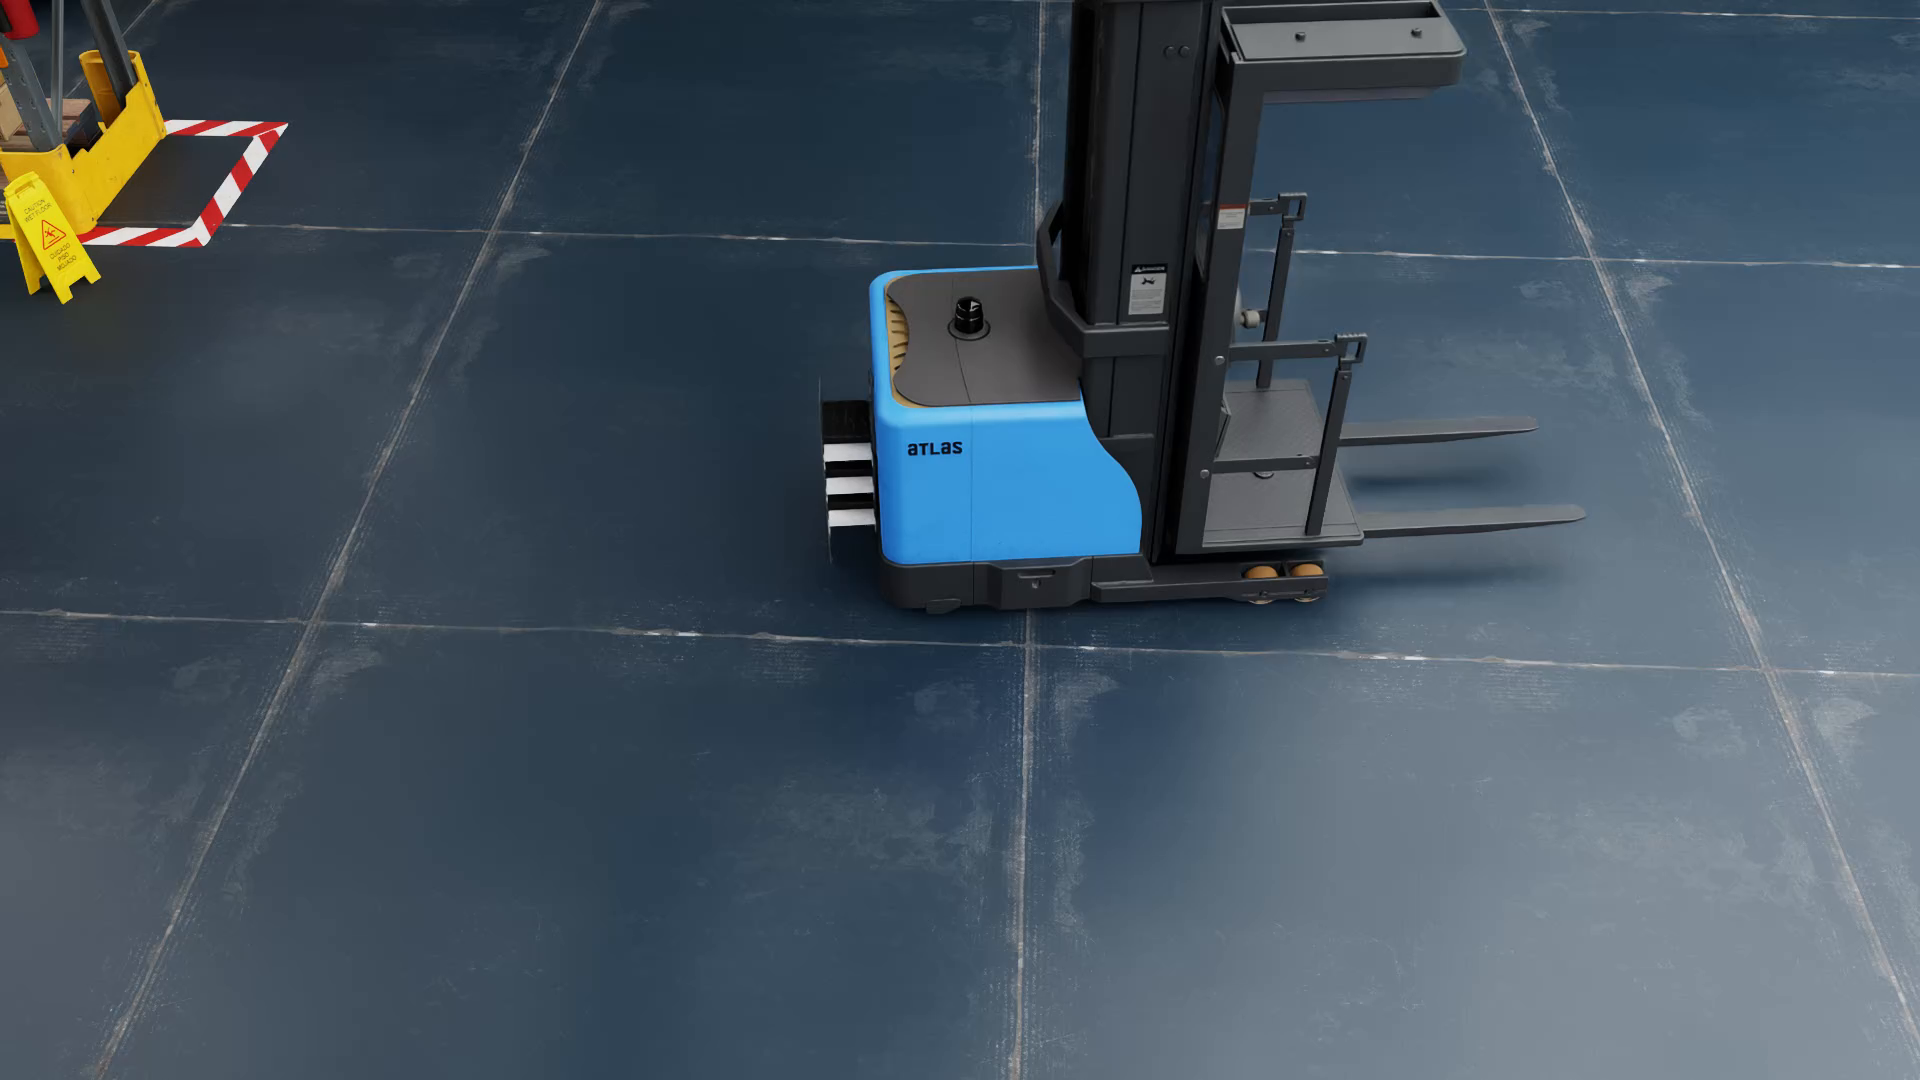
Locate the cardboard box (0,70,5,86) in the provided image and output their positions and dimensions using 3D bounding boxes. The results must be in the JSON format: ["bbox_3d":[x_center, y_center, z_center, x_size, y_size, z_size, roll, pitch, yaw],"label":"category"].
[{"bbox_3d":[-5.679,-2.807,9.307,0.500,0.500,0.500,0,43,0],"label":"cardboard box"}]

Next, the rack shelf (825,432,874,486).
[{"bbox_3d":[-0.466,-0.341,6.958,0.200,0.077,0.258,-3,43,-3],"label":"rack shelf"}]

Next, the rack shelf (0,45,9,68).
[{"bbox_3d":[-6.859,-2.970,8.851,4.000,0.370,1.077,2,43,2],"label":"rack shelf"}]

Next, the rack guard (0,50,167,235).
[{"bbox_3d":[-4.937,-2.260,9.394,0.348,0.500,1.175,2,43,2],"label":"rack guard"}]

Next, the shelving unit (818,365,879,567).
[{"bbox_3d":[-0.466,-0.299,6.997,0.210,0.900,0.258,-3,43,-3],"label":"shelving unit"}]

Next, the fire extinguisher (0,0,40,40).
[{"bbox_3d":[-4.768,-2.826,8.225,0.183,0.674,0.296,2,43,2],"label":"fire extinguisher"}]

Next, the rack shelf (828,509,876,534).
[{"bbox_3d":[-0.466,-0.143,7.142,0.200,0.077,0.258,-3,43,-3],"label":"rack shelf"}]

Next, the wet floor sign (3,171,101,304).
[{"bbox_3d":[-4.720,-1.576,8.554,0.232,0.644,0.267,16,45,16],"label":"wet floor sign"}]

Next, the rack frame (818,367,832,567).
[{"bbox_3d":[-0.567,-0.294,6.991,0.006,0.900,0.240,-3,43,-3],"label":"rack frame"}]

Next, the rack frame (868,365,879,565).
[{"bbox_3d":[-0.365,-0.305,7.002,0.006,0.900,0.240,-3,43,-3],"label":"rack frame"}]

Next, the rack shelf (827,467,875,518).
[{"bbox_3d":[-0.466,-0.209,7.081,0.200,0.077,0.258,-3,43,-3],"label":"rack shelf"}]

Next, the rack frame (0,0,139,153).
[{"bbox_3d":[-4.861,-3.172,8.540,0.127,3.000,1.000,2,43,2],"label":"rack frame"}]

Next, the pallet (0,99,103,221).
[{"bbox_3d":[-5.747,-2.203,9.545,1.213,0.211,1.003,2,43,2],"label":"pallet"}]

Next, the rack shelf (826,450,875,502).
[{"bbox_3d":[-0.466,-0.275,7.019,0.200,0.077,0.258,-3,43,-3],"label":"rack shelf"}]

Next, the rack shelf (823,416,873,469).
[{"bbox_3d":[-0.466,-0.407,6.897,0.200,0.077,0.258,-3,43,-3],"label":"rack shelf"}]

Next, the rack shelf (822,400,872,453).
[{"bbox_3d":[-0.466,-0.473,6.835,0.200,0.077,0.258,-3,43,-3],"label":"rack shelf"}]

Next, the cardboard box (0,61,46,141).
[{"bbox_3d":[-5.655,-2.533,9.563,0.500,0.250,0.500,1,43,2],"label":"cardboard box"}]

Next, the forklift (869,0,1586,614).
[{"bbox_3d":[1.149,-1.160,6.431,3.031,2.935,1.130,-3,43,-3],"label":"forklift"}]
